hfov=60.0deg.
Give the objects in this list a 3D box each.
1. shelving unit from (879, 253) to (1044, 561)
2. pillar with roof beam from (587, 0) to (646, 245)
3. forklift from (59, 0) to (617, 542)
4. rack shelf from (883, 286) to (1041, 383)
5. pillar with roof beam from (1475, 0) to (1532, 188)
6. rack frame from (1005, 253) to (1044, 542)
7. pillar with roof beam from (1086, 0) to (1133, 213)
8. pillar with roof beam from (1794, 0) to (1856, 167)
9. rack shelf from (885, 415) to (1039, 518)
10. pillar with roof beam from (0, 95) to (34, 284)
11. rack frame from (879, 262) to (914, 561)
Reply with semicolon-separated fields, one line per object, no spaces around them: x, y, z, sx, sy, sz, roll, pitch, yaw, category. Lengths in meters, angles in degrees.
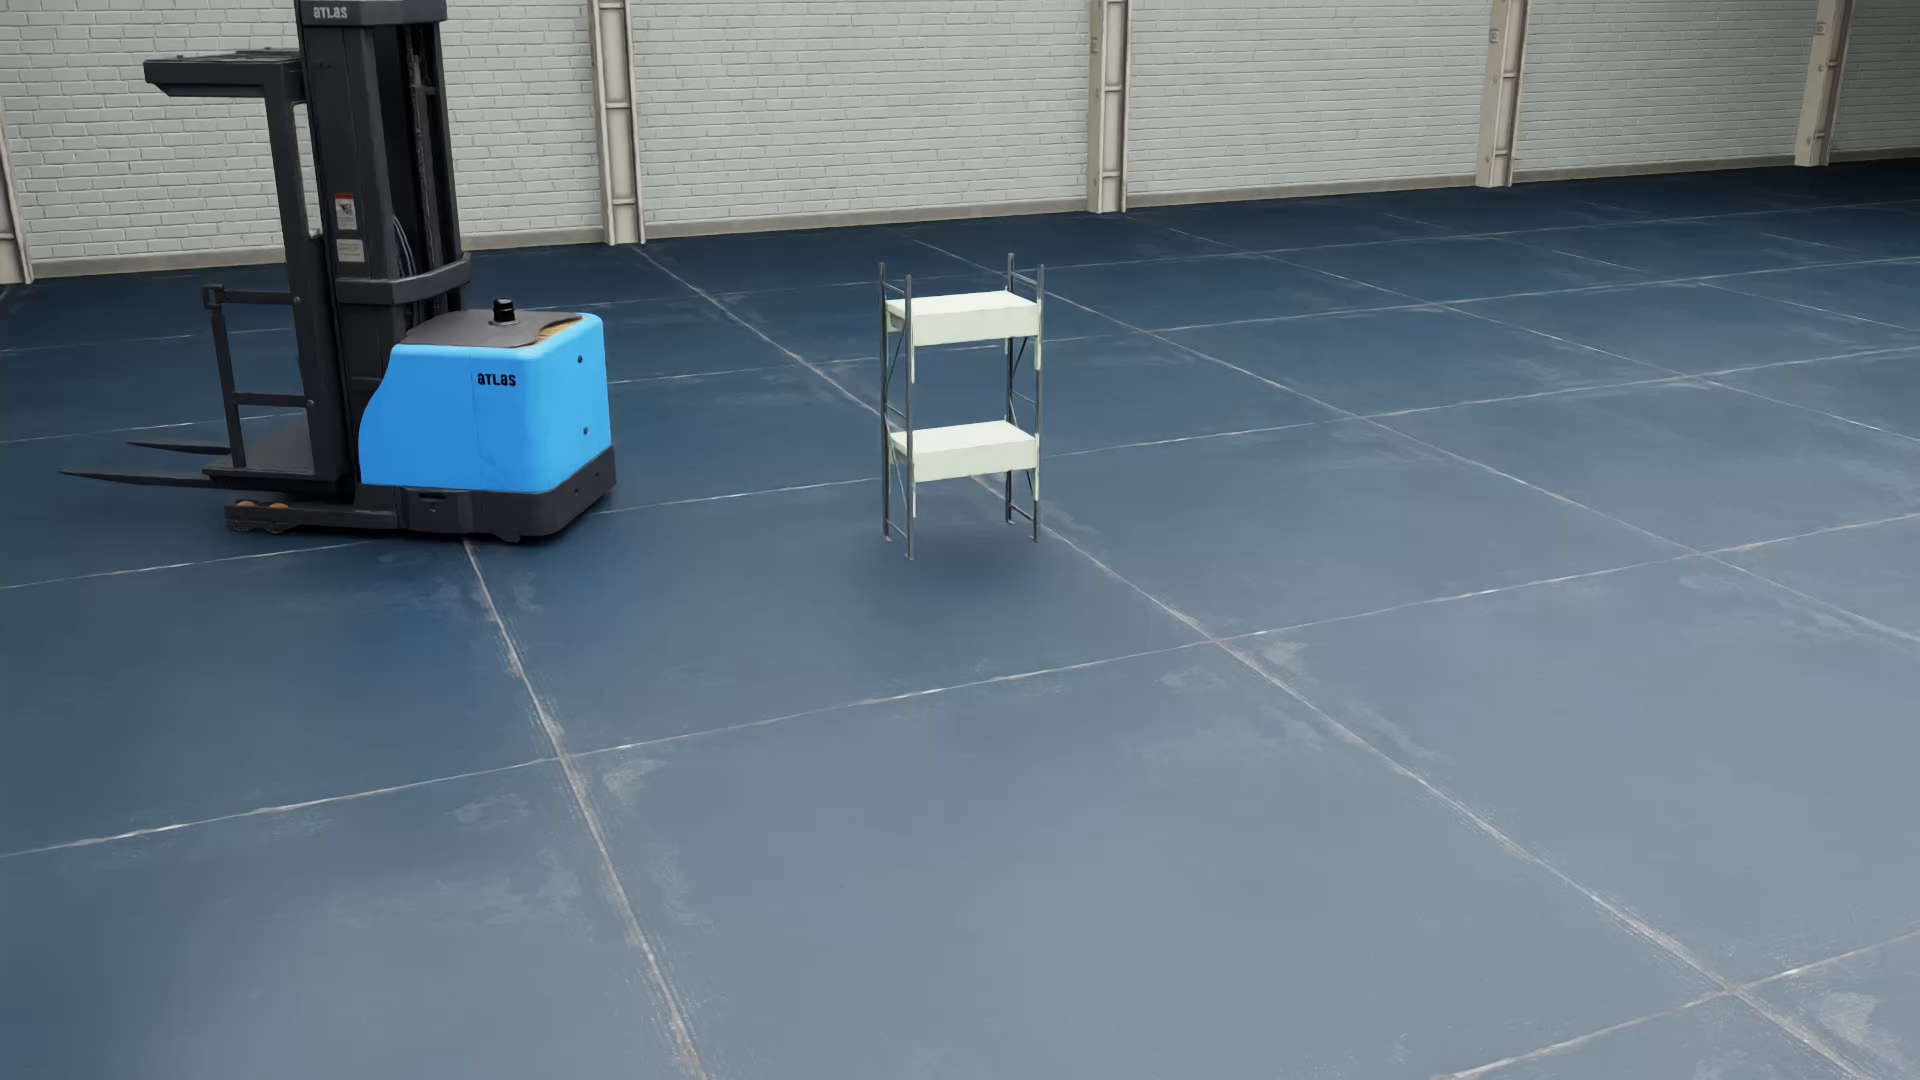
0.006;-0.708;8.775;0.755;1.500;0.431;-8;21;-22;shelving unit
-1.996;-6.220;13.139;0.400;9.000;9.100;-8;21;-22;pillar with roof beam
-3.578;-1.586;9.113;3.031;2.935;1.130;3;20;9;forklift
0.006;-1.076;8.646;0.720;0.370;0.431;-8;21;-22;rack shelf
9.023;-7.799;17.622;0.400;9.000;9.100;-8;21;-22;pillar with roof beam
0.342;-0.756;8.912;0.023;1.500;0.400;-8;21;-22;rack frame
3.513;-7.010;15.381;0.400;9.000;9.100;-8;21;-22;pillar with roof beam
14.532;-8.588;19.864;0.400;9.000;9.100;-8;21;-22;pillar with roof beam
0.006;-0.401;8.884;0.720;0.370;0.431;-8;21;-22;rack shelf
-7.505;-5.431;10.897;0.400;9.000;9.100;-8;21;-22;pillar with roof beam
-0.330;-0.660;8.639;0.023;1.500;0.400;-8;21;-22;rack frame
